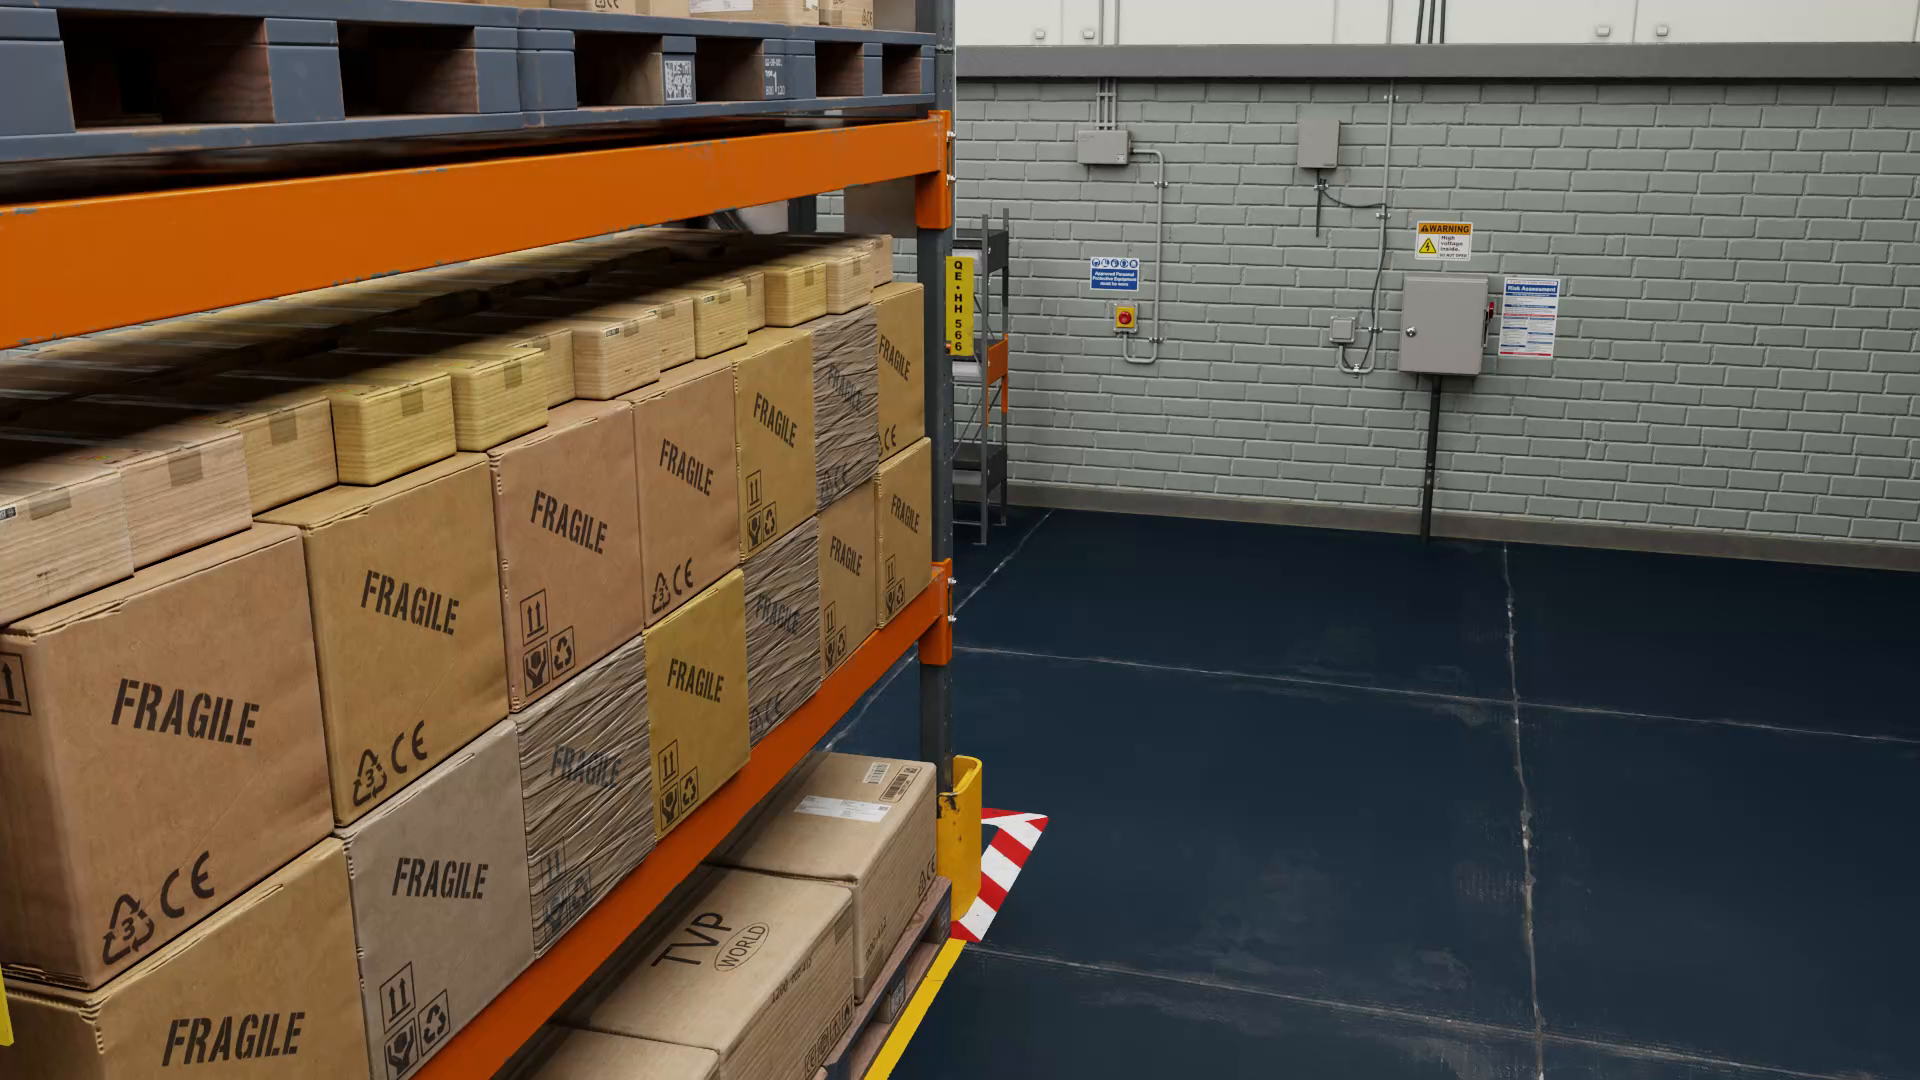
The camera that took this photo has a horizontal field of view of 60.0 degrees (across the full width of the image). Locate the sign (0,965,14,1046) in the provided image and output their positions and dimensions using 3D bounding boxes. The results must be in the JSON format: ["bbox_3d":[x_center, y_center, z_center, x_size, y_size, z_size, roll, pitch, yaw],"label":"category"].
[{"bbox_3d":[-1.134,0.420,1.876,0.100,0.325,0.005,5,16,16],"label":"sign"}]

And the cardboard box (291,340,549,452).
[{"bbox_3d":[-0.996,-0.271,3.082,0.380,0.149,0.250,4,16,14],"label":"cardboard box"}]

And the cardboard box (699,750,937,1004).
[{"bbox_3d":[-0.612,1.064,5.509,0.875,0.438,0.875,4,16,14],"label":"cardboard box"}]

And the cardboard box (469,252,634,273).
[{"bbox_3d":[-1.134,-0.714,4.645,0.380,0.149,0.250,4,16,14],"label":"cardboard box"}]

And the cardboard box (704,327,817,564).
[{"bbox_3d":[-0.693,-0.264,4.247,0.500,0.500,0.500,5,16,16],"label":"cardboard box"}]

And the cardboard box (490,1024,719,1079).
[{"bbox_3d":[-1.122,1.539,3.831,0.875,0.438,0.875,4,16,14],"label":"cardboard box"}]

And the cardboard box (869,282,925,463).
[{"bbox_3d":[-0.429,-0.532,5.193,0.500,0.500,0.500,5,17,18],"label":"cardboard box"}]

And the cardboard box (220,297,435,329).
[{"bbox_3d":[-1.396,-0.442,3.688,0.380,0.149,0.250,5,16,16],"label":"cardboard box"}]

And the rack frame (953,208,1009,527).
[{"bbox_3d":[0.116,-1.117,10.921,0.400,2.100,0.015,5,16,16],"label":"rack frame"}]

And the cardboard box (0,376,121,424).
[{"bbox_3d":[-1.616,-0.172,2.736,0.380,0.149,0.250,5,16,16],"label":"cardboard box"}]

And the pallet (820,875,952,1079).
[{"bbox_3d":[-0.673,1.409,5.474,1.003,0.211,1.213,5,16,16],"label":"pallet"}]

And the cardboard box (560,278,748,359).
[{"bbox_3d":[-0.741,-0.541,4.036,0.380,0.149,0.250,5,17,17],"label":"cardboard box"}]

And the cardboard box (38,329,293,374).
[{"bbox_3d":[-1.524,-0.308,3.215,0.380,0.149,0.250,4,16,15],"label":"cardboard box"}]

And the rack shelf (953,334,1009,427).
[{"bbox_3d":[0.047,-1.040,10.699,0.431,0.518,0.480,5,16,16],"label":"rack shelf"}]

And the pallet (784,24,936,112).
[{"bbox_3d":[-0.721,-1.353,4.768,1.003,0.211,1.213,5,16,16],"label":"pallet"}]

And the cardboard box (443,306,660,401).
[{"bbox_3d":[-0.868,-0.402,3.544,0.380,0.149,0.250,5,16,16],"label":"cardboard box"}]

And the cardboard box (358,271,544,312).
[{"bbox_3d":[-1.270,-0.579,4.169,0.380,0.149,0.250,5,17,16],"label":"cardboard box"}]

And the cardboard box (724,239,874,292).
[{"bbox_3d":[-0.480,-0.811,4.987,0.380,0.149,0.250,5,17,17],"label":"cardboard box"}]

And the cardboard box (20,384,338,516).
[{"bbox_3d":[-1.229,-0.143,2.633,0.380,0.149,0.250,4,16,15],"label":"cardboard box"}]

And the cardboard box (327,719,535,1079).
[{"bbox_3d":[-1.126,0.617,2.974,0.500,0.500,0.500,5,17,16],"label":"cardboard box"}]

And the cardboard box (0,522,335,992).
[{"bbox_3d":[-1.290,0.264,2.386,0.500,0.500,0.500,5,17,16],"label":"cardboard box"}]

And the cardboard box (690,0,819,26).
[{"bbox_3d":[-0.605,-1.479,4.558,0.380,0.149,0.250,3,16,12],"label":"cardboard box"}]

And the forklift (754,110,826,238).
[{"bbox_3d":[-1.615,-1.190,9.653,3.031,2.935,1.130,-6,17,-22],"label":"forklift"}]

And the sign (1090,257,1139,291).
[{"bbox_3d":[1.031,-1.774,11.093,0.327,0.218,0.001,5,16,16],"label":"sign"}]

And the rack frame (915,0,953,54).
[{"bbox_3d":[-0.521,-3.034,5.034,1.000,3.000,0.127,5,16,16],"label":"rack frame"}]

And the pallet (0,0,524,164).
[{"bbox_3d":[-1.415,-0.715,2.517,1.003,0.211,1.213,5,16,16],"label":"pallet"}]

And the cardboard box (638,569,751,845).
[{"bbox_3d":[-0.832,0.353,3.906,0.500,0.500,0.500,5,17,18],"label":"cardboard box"}]

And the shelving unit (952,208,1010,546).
[{"bbox_3d":[0.047,-1.053,10.696,0.431,2.100,0.503,5,16,16],"label":"shelving unit"}]

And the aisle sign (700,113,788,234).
[{"bbox_3d":[-0.778,-1.439,5.643,0.394,0.787,0.004,5,16,16],"label":"aisle sign"}]

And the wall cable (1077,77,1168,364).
[{"bbox_3d":[1.059,-2.128,10.917,0.585,1.953,0.123,5,16,16],"label":"wall cable"}]

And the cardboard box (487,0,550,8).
[{"bbox_3d":[-1.237,-1.373,3.540,0.500,0.500,0.500,5,17,17],"label":"cardboard box"}]

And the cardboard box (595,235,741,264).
[{"bbox_3d":[-0.893,-0.843,5.101,0.380,0.149,0.250,5,17,17],"label":"cardboard box"}]

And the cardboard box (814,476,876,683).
[{"bbox_3d":[-0.561,0.081,4.863,0.500,0.500,0.500,4,16,15],"label":"cardboard box"}]

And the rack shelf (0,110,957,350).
[{"bbox_3d":[-1.089,-0.721,3.696,1.077,0.370,4.000,5,16,16],"label":"rack shelf"}]

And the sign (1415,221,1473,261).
[{"bbox_3d":[3.038,-1.879,10.444,0.339,0.242,0.001,5,16,16],"label":"sign"}]

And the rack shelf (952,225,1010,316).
[{"bbox_3d":[0.047,-1.714,10.508,0.431,0.518,0.480,5,16,16],"label":"rack shelf"}]

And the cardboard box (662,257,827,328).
[{"bbox_3d":[-0.583,-0.674,4.505,0.380,0.149,0.250,5,17,17],"label":"cardboard box"}]

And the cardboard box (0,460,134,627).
[{"bbox_3d":[-1.319,-0.005,2.145,0.380,0.149,0.250,4,16,15],"label":"cardboard box"}]

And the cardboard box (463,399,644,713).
[{"bbox_3d":[-0.984,-0.001,3.319,0.500,0.500,0.500,5,17,17],"label":"cardboard box"}]

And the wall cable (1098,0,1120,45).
[{"bbox_3d":[0.826,-4.544,10.358,0.463,3.000,0.029,5,16,16],"label":"wall cable"}]
